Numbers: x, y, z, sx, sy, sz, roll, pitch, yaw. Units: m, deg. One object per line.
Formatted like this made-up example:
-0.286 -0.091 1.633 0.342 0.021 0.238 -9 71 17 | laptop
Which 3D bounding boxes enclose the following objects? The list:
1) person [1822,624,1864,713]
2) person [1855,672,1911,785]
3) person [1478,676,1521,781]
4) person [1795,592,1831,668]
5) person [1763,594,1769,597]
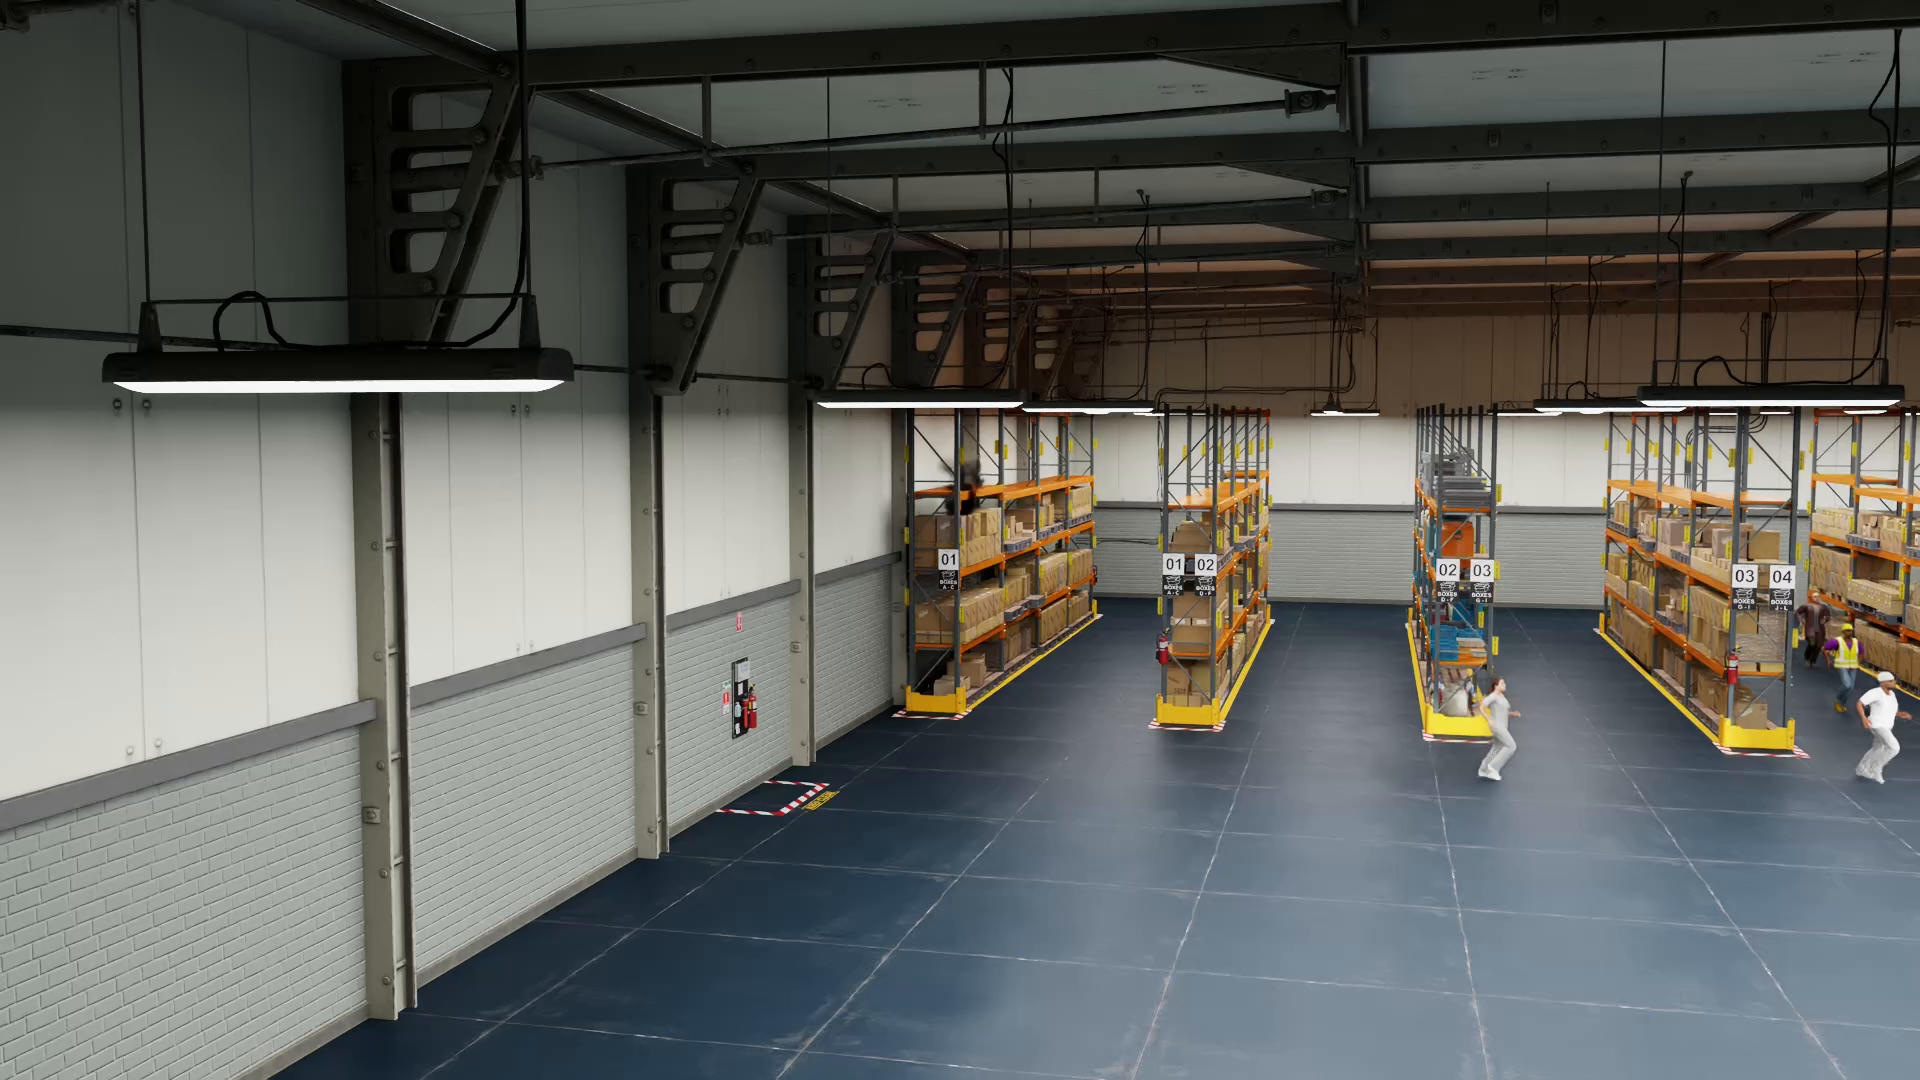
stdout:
17.194 2.491 32.247 0.676 1.742 0.673 0 4 -1 | person
14.504 2.946 26.135 0.665 1.769 0.775 -3 5 -38 | person
8.517 2.971 26.246 0.653 1.641 0.538 3 5 33 | person
19.549 2.168 38.047 0.695 1.552 0.705 1 4 12 | person
21.459 1.636 44.310 1.006 1.683 0.735 -1 4 -8 | person
